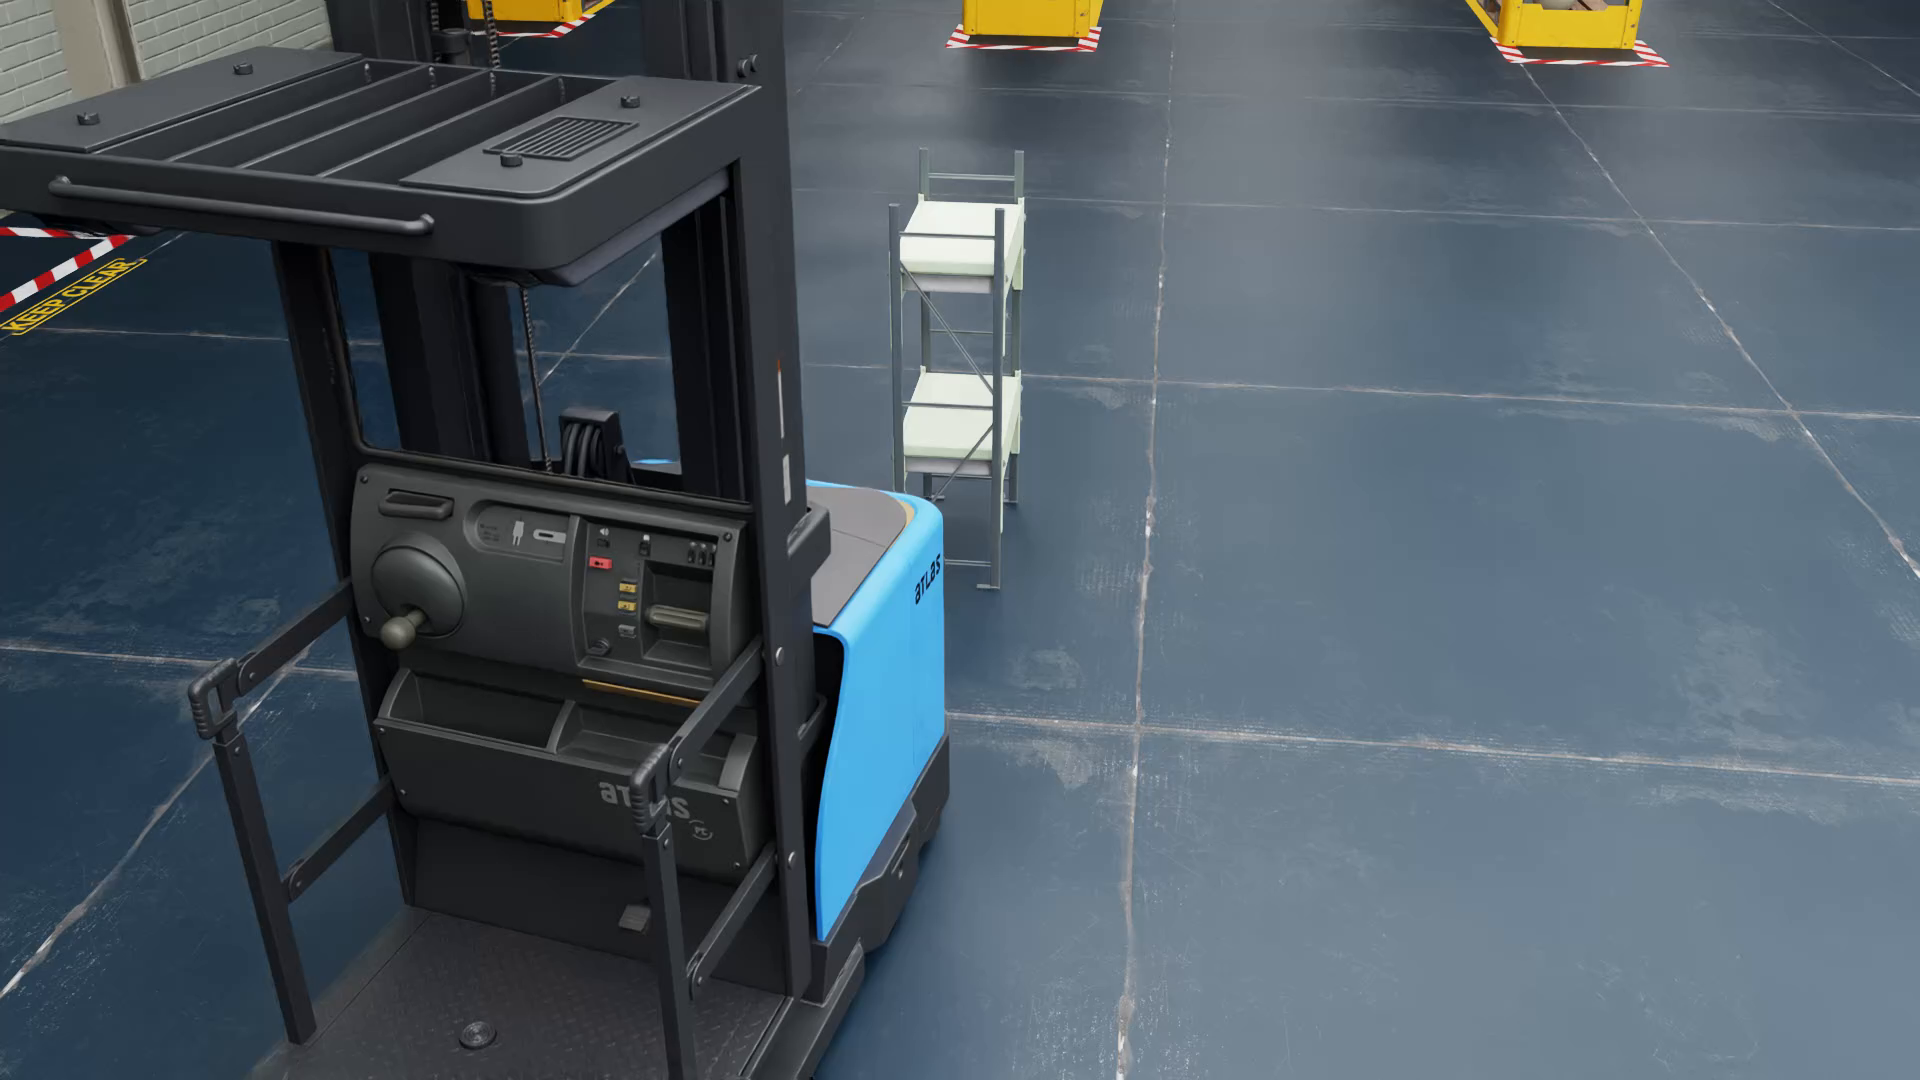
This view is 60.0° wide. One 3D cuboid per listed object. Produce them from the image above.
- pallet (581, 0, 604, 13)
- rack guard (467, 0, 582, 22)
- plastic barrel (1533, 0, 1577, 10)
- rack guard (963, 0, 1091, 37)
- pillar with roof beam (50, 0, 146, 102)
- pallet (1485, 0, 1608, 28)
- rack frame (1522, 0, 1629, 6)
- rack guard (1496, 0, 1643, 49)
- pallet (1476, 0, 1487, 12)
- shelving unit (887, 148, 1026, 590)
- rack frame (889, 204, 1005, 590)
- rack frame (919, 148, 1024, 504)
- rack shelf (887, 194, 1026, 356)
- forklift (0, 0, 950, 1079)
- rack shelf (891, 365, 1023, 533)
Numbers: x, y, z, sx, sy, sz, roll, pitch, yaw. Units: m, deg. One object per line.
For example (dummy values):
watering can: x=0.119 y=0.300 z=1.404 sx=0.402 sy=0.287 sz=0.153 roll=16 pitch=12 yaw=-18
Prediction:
pallet: x=-4.148 y=-5.568 z=16.862 sx=1.003 sy=0.211 sz=1.213 roll=3 pitch=28 yaw=6
rack guard: x=-4.282 y=-5.314 z=16.087 sx=1.175 sy=0.500 sz=0.348 roll=3 pitch=28 yaw=6
plastic barrel: x=5.546 y=-5.207 z=15.433 sx=0.421 sy=0.512 sz=0.421 roll=0 pitch=28 yaw=0
rack guard: x=0.622 y=-4.981 z=15.469 sx=1.175 sy=0.500 sz=0.348 roll=3 pitch=28 yaw=6
pillar with roof beam: x=-1.527 y=-6.326 z=9.004 sx=9.100 sy=9.000 sz=0.400 roll=3 pitch=28 yaw=6
pallet: x=5.608 y=-4.996 z=15.802 sx=1.003 sy=0.211 sz=1.213 roll=3 pitch=28 yaw=6
rack frame: x=5.541 y=-5.803 z=14.360 sx=1.000 sy=3.000 sz=0.127 roll=3 pitch=28 yaw=6
rack guard: x=5.503 y=-4.741 z=15.024 sx=1.175 sy=0.500 sz=0.348 roll=3 pitch=28 yaw=6
pallet: x=5.760 y=-5.569 z=16.865 sx=1.003 sy=0.211 sz=1.213 roll=3 pitch=28 yaw=6
shelving unit: x=-0.001 y=-0.657 z=6.388 sx=0.431 sy=1.500 sz=0.755 roll=3 pitch=28 yaw=6
rack frame: x=-0.046 y=-0.485 z=6.069 sx=0.400 sy=1.500 sz=0.023 roll=3 pitch=28 yaw=6
rack frame: x=0.044 y=-0.829 z=6.708 sx=0.400 sy=1.500 sz=0.023 roll=3 pitch=28 yaw=6
rack shelf: x=-0.001 y=-1.001 z=6.203 sx=0.431 sy=0.370 sz=0.720 roll=3 pitch=28 yaw=6
forklift: x=-0.972 y=0.129 z=3.420 sx=1.130 sy=2.935 sz=3.031 roll=9 pitch=30 yaw=16
rack shelf: x=-0.001 y=-0.370 z=6.543 sx=0.431 sy=0.370 sz=0.720 roll=3 pitch=28 yaw=6
